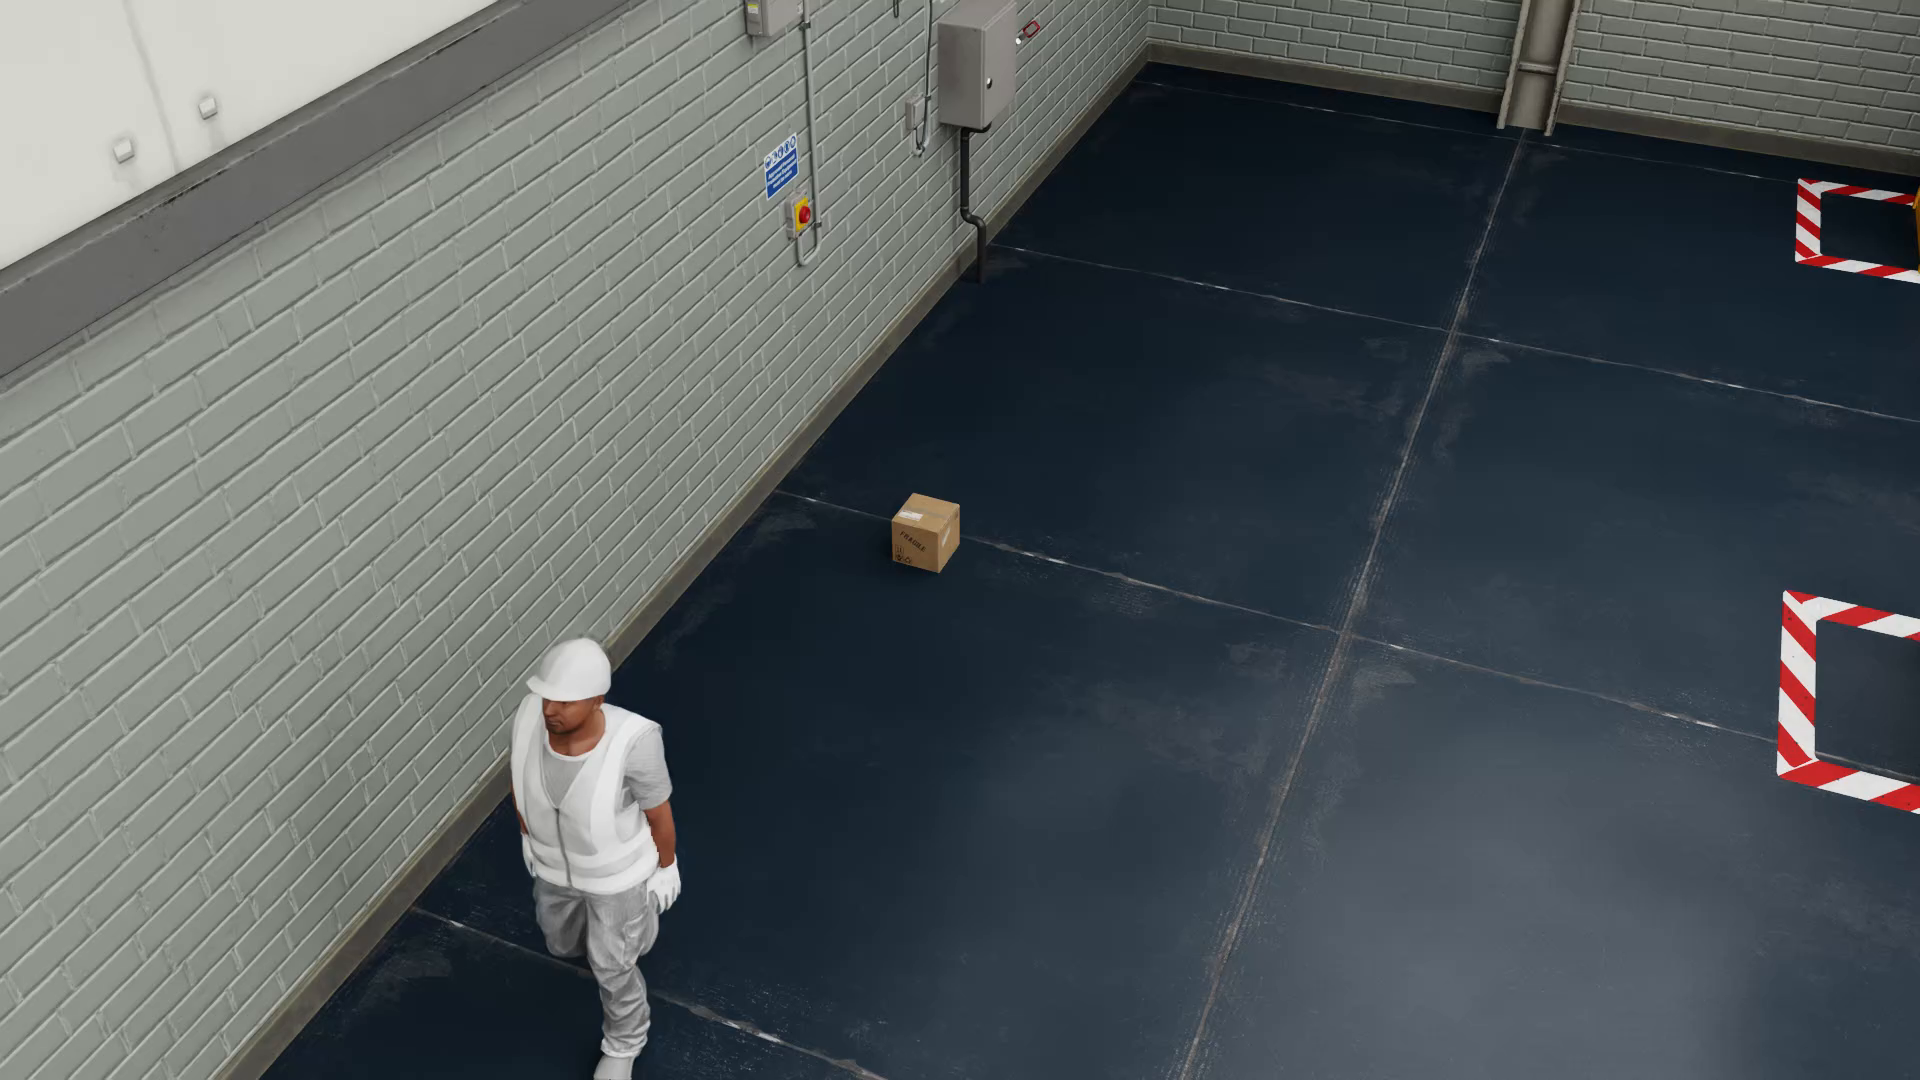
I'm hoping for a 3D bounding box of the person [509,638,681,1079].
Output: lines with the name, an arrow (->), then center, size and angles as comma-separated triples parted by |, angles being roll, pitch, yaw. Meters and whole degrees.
person -> -1.182, 1.008, 5.457 | 0.562, 1.763, 0.773 | 12, 39, 15
